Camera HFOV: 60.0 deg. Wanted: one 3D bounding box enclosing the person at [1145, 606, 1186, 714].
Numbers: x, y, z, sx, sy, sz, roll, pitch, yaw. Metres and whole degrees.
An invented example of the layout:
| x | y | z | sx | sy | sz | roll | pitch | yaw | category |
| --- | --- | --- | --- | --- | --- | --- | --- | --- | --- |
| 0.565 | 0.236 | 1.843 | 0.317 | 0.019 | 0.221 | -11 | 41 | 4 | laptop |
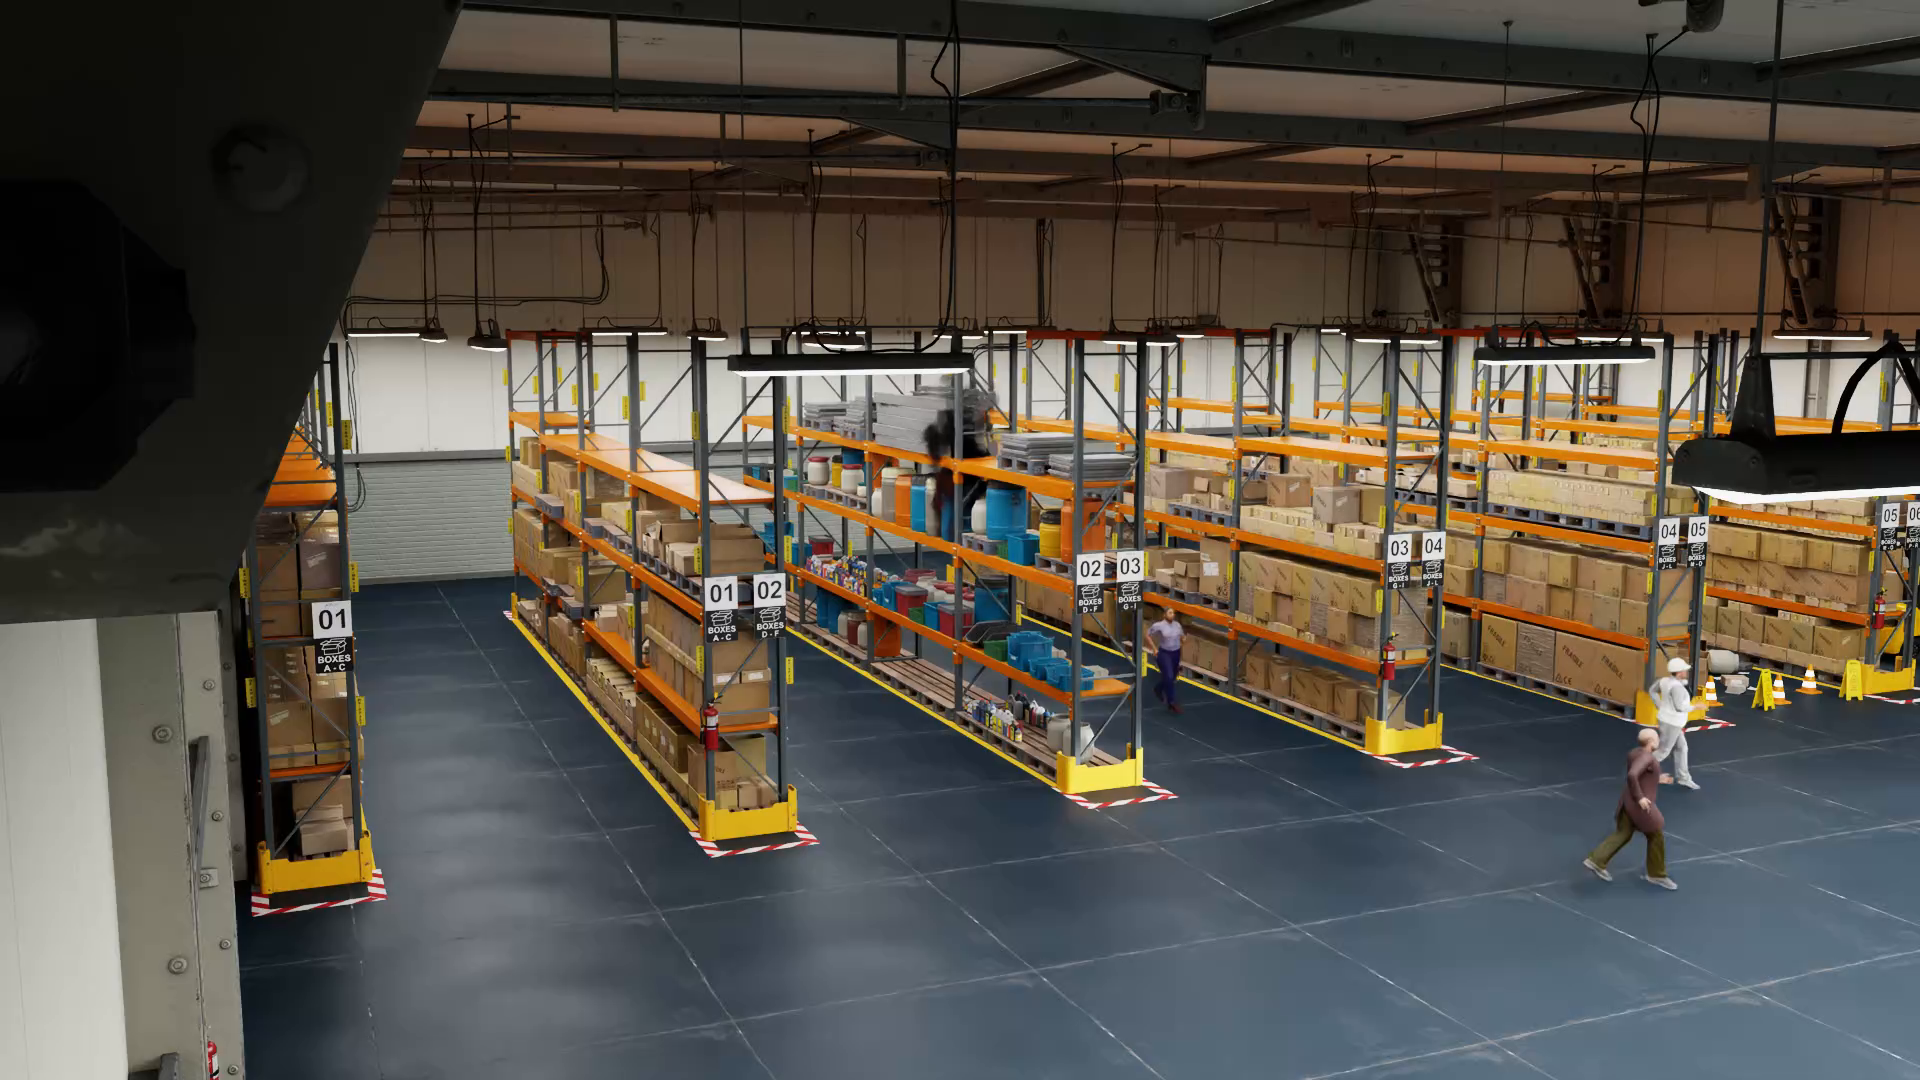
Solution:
| x | y | z | sx | sy | sz | roll | pitch | yaw | category |
| --- | --- | --- | --- | --- | --- | --- | --- | --- | --- |
| 3.296 | 1.857 | 26.341 | 0.607 | 1.636 | 0.941 | -5 | 9 | -30 | person |

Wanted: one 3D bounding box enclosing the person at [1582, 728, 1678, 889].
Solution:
| x | y | z | sx | sy | sz | roll | pitch | yaw | category |
| --- | --- | --- | --- | --- | --- | --- | --- | --- | --- |
| 7.443 | 2.964 | 18.371 | 1.026 | 1.804 | 0.649 | 0 | 8 | -3 | person |

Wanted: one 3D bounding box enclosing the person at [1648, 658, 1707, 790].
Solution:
| x | y | z | sx | sy | sz | roll | pitch | yaw | category |
| --- | --- | --- | --- | --- | --- | --- | --- | --- | --- |
| 9.428 | 2.394 | 22.084 | 0.906 | 1.686 | 0.623 | 2 | 8 | 12 | person |
